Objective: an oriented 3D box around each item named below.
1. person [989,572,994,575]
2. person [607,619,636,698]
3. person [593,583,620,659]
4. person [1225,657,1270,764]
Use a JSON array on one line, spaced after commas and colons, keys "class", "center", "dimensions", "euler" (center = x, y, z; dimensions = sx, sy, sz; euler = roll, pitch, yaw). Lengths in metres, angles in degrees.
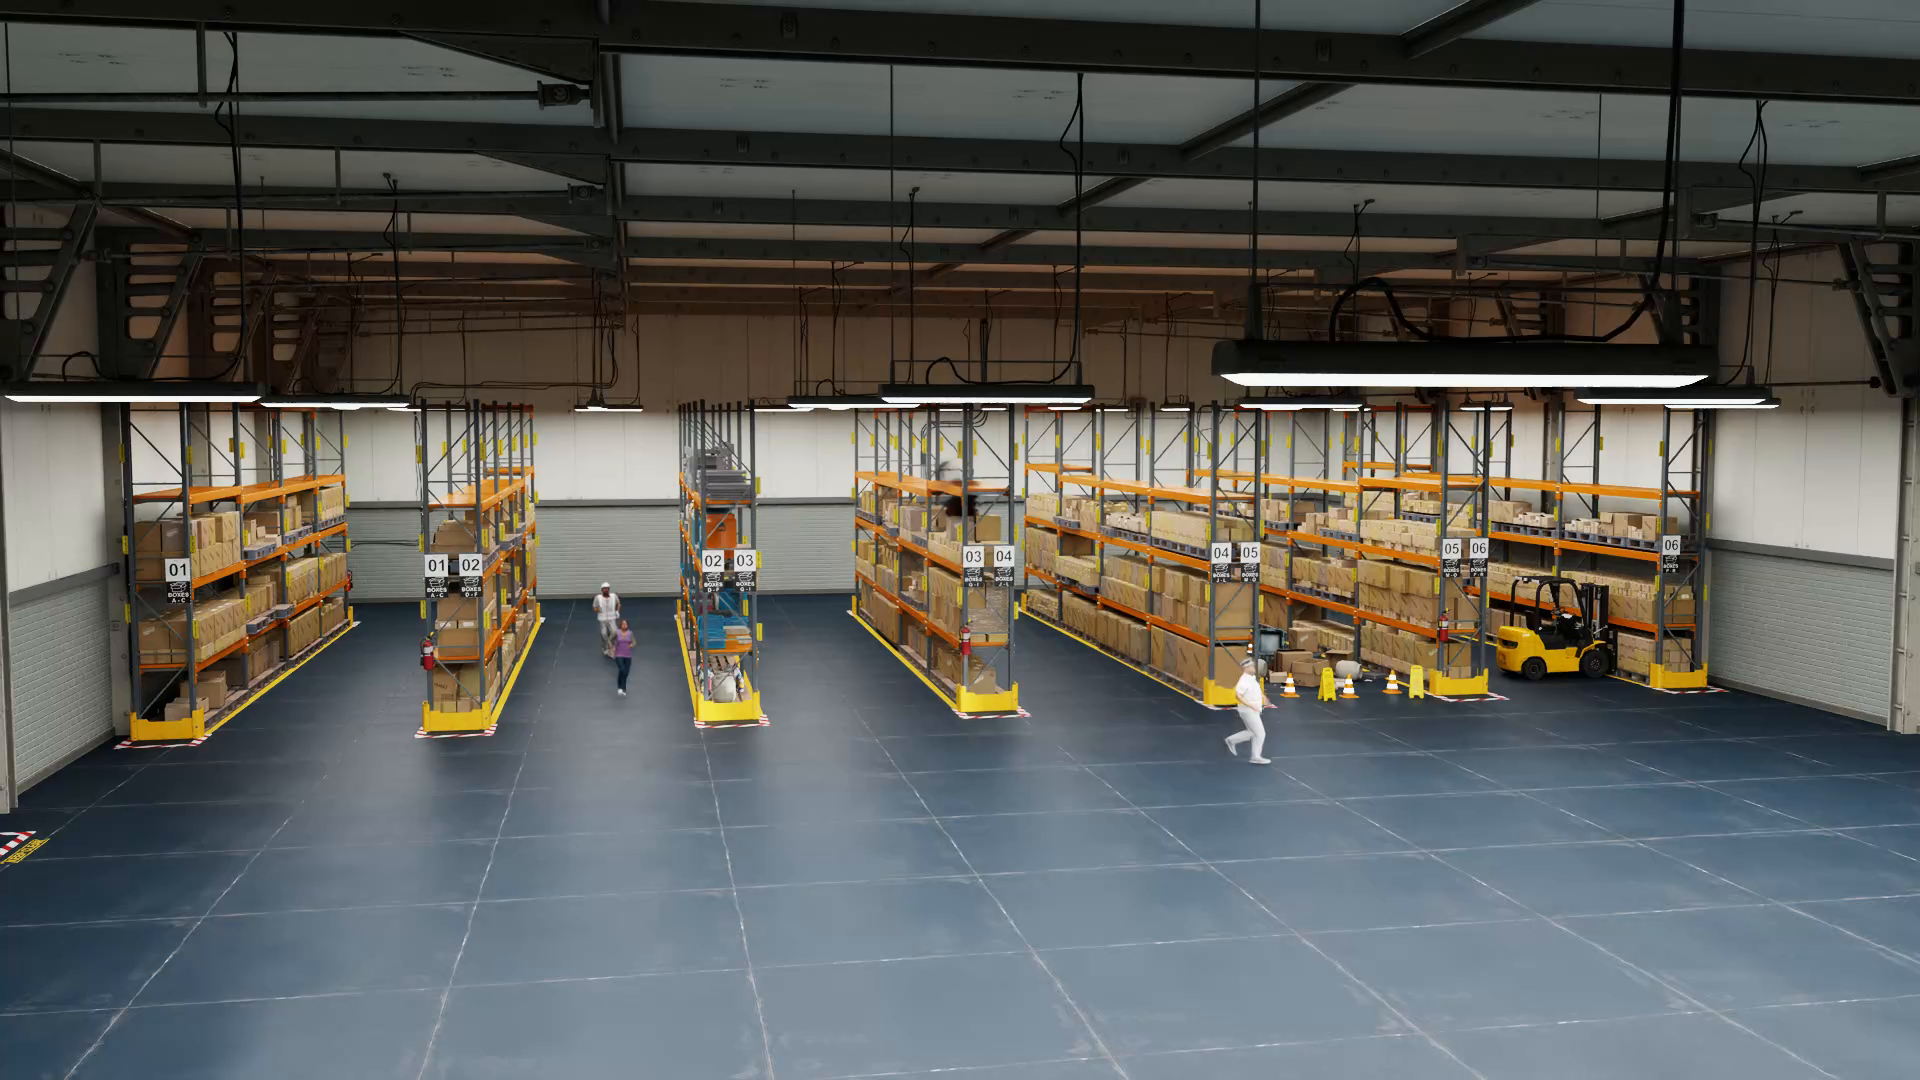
[{"class": "person", "center": [0.909, 1.321, 46.813], "dimensions": [0.741, 1.770, 0.628], "euler": [-1, 4, -9]}, {"class": "person", "center": [-6.806, 2.384, 33.622], "dimensions": [0.519, 1.585, 0.625], "euler": [-2, 5, -29]}, {"class": "person", "center": [-8.280, 1.898, 39.037], "dimensions": [0.653, 1.802, 0.720], "euler": [-1, 4, -16]}, {"class": "person", "center": [4.732, 2.788, 27.323], "dimensions": [0.759, 1.740, 0.671], "euler": [1, 5, 18]}]
